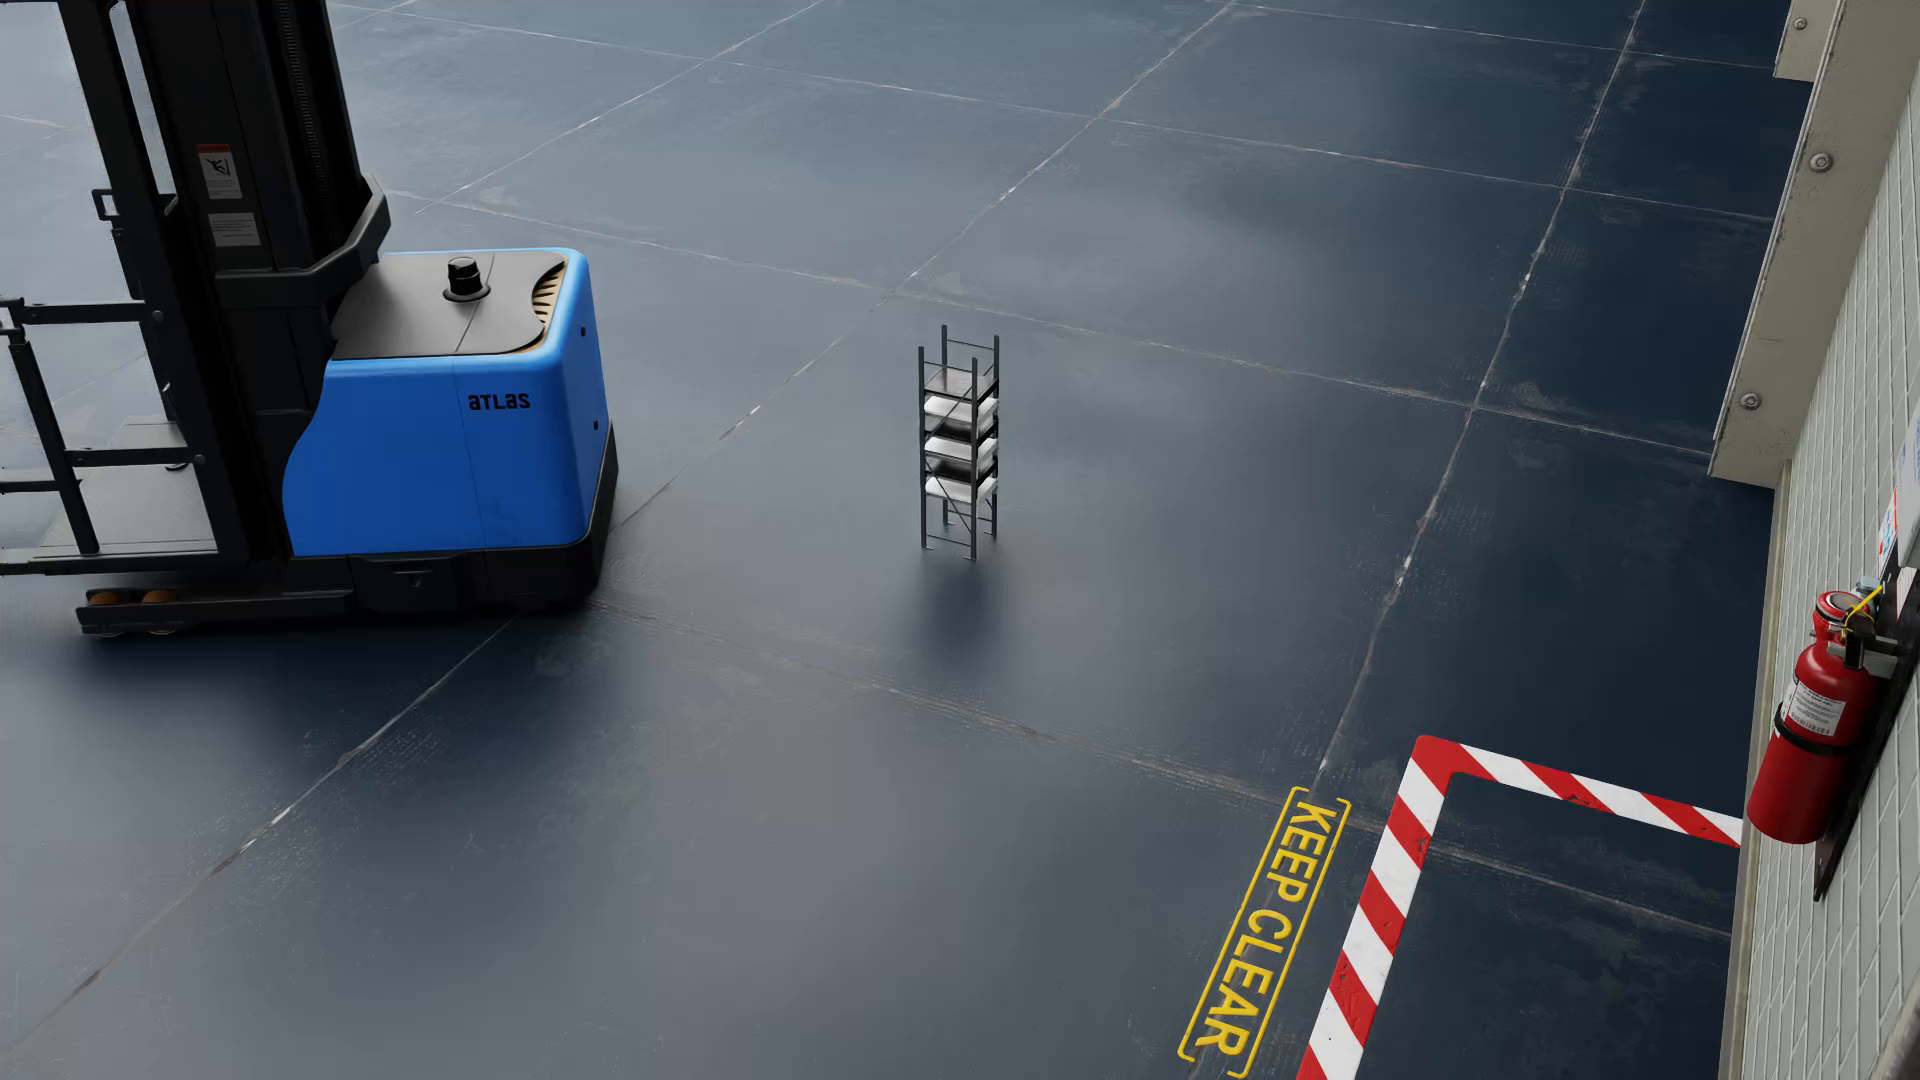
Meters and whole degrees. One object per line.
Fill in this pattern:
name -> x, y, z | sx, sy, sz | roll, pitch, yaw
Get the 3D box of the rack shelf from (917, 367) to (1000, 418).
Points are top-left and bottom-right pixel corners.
rack shelf -> -0.003, -0.570, 6.367 | 0.258, 0.077, 0.200 | 14, 36, 20

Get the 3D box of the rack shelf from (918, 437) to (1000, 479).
rack shelf -> -0.003, -0.344, 6.515 | 0.258, 0.077, 0.200 | 14, 36, 20

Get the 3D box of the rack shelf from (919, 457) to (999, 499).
rack shelf -> -0.003, -0.269, 6.565 | 0.258, 0.077, 0.200 | 14, 36, 20

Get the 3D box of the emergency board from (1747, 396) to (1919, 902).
emergency board -> 2.007, 0.169, 3.757 | 0.194, 1.169, 0.643 | 14, 36, 20

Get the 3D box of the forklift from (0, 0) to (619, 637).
forklift -> -2.929, -1.166, 5.855 | 3.031, 2.935, 1.130 | -2, 33, -4

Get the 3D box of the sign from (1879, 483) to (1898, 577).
sign -> 2.332, -0.098, 4.131 | 0.001, 0.329, 0.234 | 14, 36, 20

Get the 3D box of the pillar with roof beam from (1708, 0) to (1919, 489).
pillar with roof beam -> -0.461, -5.094, 6.312 | 9.100, 9.000, 0.400 | 14, 36, 20

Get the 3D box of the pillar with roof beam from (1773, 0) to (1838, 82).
pillar with roof beam -> 2.049, -8.082, 10.869 | 9.100, 9.000, 0.400 | 14, 36, 20

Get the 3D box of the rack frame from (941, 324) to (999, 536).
rack frame -> 0.039, -0.423, 6.574 | 0.240, 0.900, 0.006 | 14, 36, 20

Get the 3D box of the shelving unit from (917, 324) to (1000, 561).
shelving unit -> -0.003, -0.372, 6.497 | 0.258, 0.900, 0.210 | 14, 36, 20

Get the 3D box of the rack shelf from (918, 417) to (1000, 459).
rack shelf -> -0.003, -0.420, 6.466 | 0.258, 0.077, 0.200 | 14, 36, 20

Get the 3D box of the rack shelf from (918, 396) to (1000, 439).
rack shelf -> -0.003, -0.495, 6.417 | 0.258, 0.077, 0.200 | 14, 36, 20

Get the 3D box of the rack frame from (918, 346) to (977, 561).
rack frame -> -0.046, -0.322, 6.420 | 0.240, 0.900, 0.006 | 14, 36, 20

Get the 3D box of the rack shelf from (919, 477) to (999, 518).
rack shelf -> -0.003, -0.194, 6.614 | 0.258, 0.077, 0.200 | 14, 36, 20
